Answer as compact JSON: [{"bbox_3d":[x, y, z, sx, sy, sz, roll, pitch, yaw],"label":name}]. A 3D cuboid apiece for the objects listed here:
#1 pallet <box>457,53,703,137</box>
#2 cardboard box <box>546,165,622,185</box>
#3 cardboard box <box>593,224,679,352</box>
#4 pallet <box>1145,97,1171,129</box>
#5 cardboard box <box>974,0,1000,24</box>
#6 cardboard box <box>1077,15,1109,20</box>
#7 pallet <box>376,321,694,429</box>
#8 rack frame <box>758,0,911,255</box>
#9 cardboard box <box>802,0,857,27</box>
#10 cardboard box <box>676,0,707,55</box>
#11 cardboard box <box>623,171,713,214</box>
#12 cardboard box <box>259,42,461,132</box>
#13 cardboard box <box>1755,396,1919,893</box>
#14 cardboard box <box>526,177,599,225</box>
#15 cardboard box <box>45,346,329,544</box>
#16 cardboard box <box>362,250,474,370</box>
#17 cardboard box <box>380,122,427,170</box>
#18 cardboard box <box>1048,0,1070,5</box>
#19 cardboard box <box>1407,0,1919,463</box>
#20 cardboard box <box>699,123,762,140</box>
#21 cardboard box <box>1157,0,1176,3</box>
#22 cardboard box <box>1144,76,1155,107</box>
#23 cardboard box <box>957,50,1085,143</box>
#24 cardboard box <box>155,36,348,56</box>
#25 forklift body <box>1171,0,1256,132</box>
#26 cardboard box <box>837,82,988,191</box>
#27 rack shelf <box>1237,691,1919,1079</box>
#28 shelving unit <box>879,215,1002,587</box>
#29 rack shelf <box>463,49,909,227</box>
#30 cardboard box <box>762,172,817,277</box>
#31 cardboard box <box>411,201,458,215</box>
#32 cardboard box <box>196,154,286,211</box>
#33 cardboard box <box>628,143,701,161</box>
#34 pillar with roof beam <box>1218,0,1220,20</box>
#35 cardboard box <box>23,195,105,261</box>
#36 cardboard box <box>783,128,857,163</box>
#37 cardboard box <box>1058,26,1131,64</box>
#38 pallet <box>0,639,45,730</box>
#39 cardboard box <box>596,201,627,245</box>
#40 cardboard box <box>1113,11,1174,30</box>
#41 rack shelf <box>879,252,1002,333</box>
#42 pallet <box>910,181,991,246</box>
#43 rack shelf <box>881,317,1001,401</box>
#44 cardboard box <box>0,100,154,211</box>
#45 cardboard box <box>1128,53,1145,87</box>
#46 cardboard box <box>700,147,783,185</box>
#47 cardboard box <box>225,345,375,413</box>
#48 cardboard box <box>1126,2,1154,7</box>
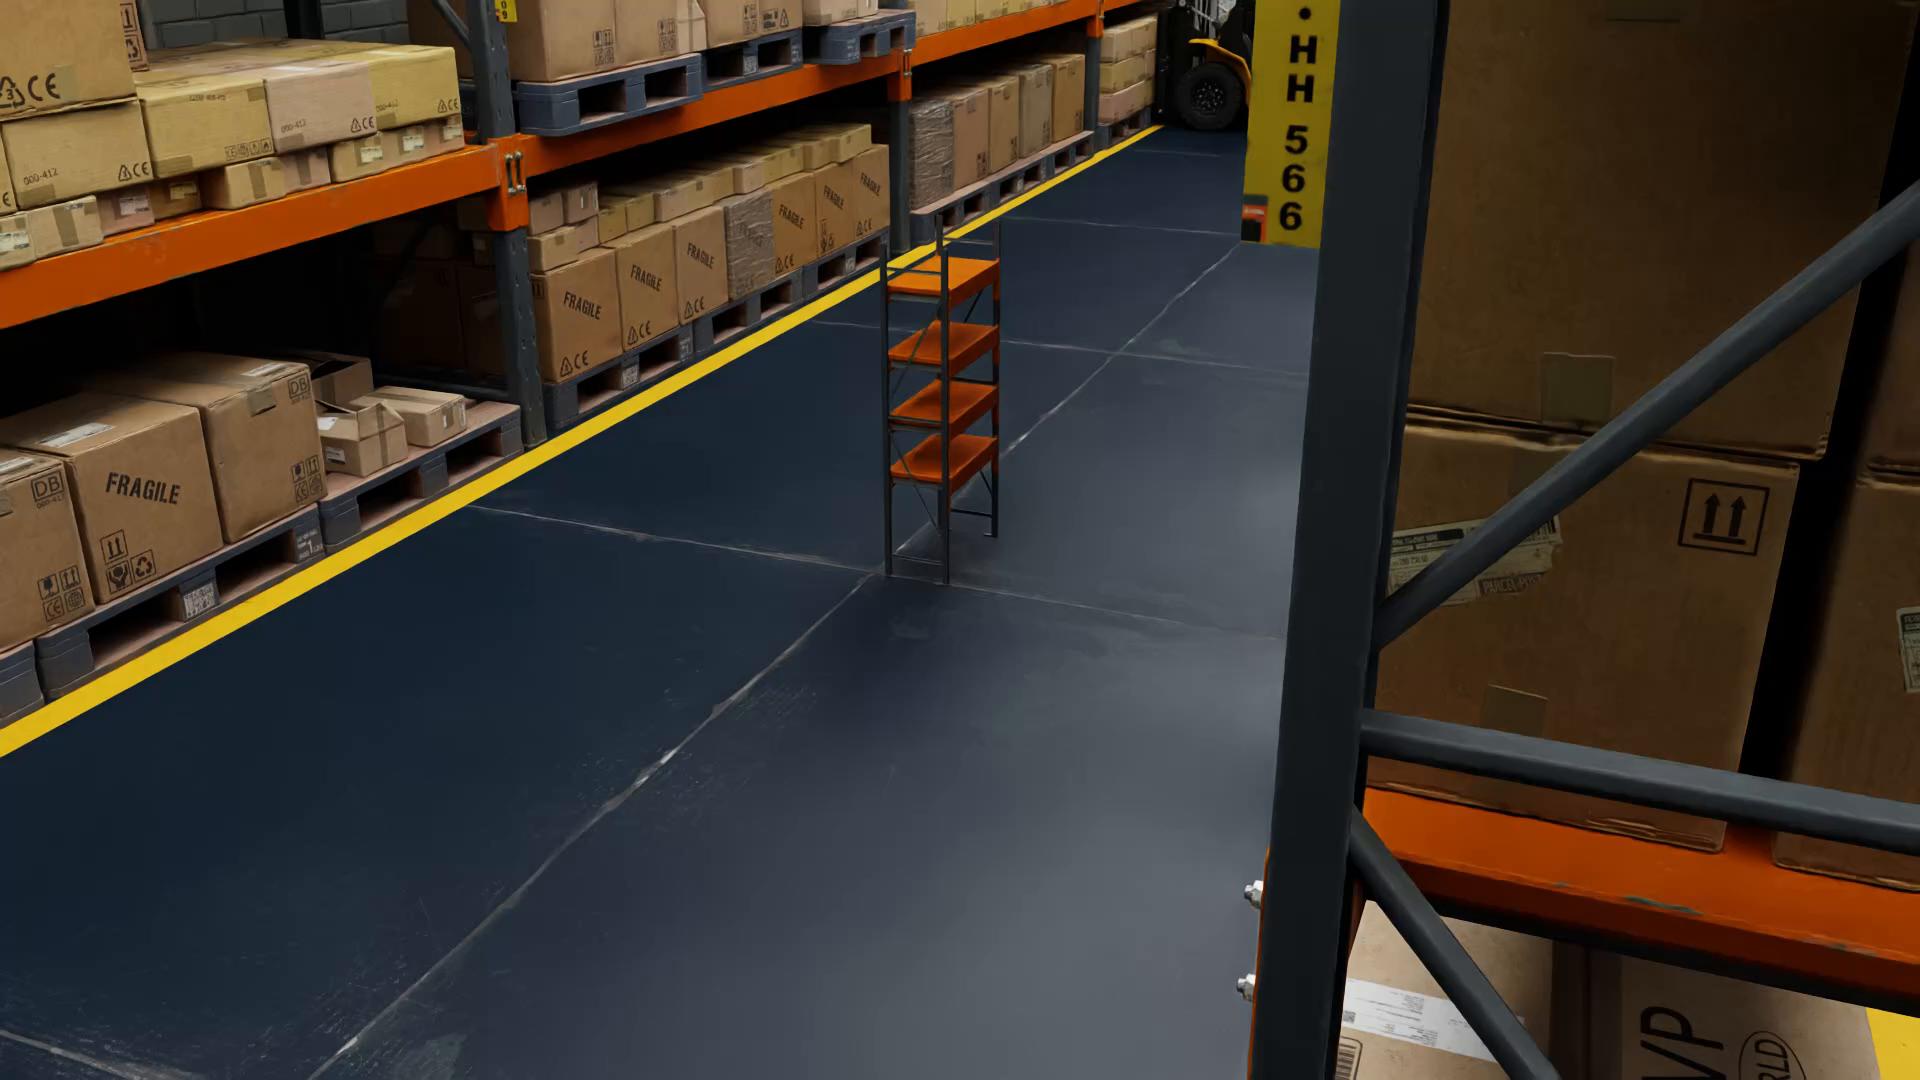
[{"bbox_3d":[-1.893,-2.045,7.504,1.003,0.211,1.213,9,24,20],"label":"pallet"},{"bbox_3d":[-1.981,-1.845,8.633,0.380,0.149,0.250,9,24,21],"label":"cardboard box"},{"bbox_3d":[-1.714,-1.237,8.017,0.500,0.500,0.500,8,24,19],"label":"cardboard box"},{"bbox_3d":[1.466,-4.156,15.927,1.003,0.211,1.213,9,24,20],"label":"pallet"},{"bbox_3d":[-0.038,-3.714,11.445,0.500,0.250,0.500,8,24,18],"label":"cardboard box"},{"bbox_3d":[1.058,-4.679,15.286,0.500,0.250,0.500,9,24,20],"label":"cardboard box"},{"bbox_3d":[-2.024,-0.873,8.067,1.003,0.211,1.213,9,24,20],"label":"pallet"},{"bbox_3d":[-0.806,-3.295,10.246,1.000,3.000,0.127,9,24,20],"label":"rack frame"},{"bbox_3d":[-0.897,-2.996,9.180,0.500,0.250,0.500,8,24,18],"label":"cardboard box"},{"bbox_3d":[-1.419,-2.438,7.823,0.396,0.266,0.258,10,25,23],"label":"cardboard box"},{"bbox_3d":[-1.484,-1.770,8.452,0.380,0.149,0.250,10,25,22],"label":"cardboard box"},{"bbox_3d":[-2.254,-1.714,6.271,0.500,0.250,0.500,9,24,21],"label":"cardboard box"},{"bbox_3d":[1.278,0.100,1.988,0.500,0.500,0.500,9,24,20],"label":"cardboard box"},{"bbox_3d":[-1.859,-1.531,7.493,0.380,0.149,0.250,8,24,17],"label":"cardboard box"},{"bbox_3d":[-2.723,-0.350,5.893,0.700,0.500,0.500,8,24,18],"label":"cardboard box"},{"bbox_3d":[-2.384,-1.122,7.742,0.500,0.500,0.500,9,24,20],"label":"cardboard box"},{"bbox_3d":[-2.252,-1.501,6.278,0.380,0.149,0.250,9,24,21],"label":"cardboard box"},{"bbox_3d":[0.554,-4.259,12.748,0.500,0.250,0.500,9,24,20],"label":"cardboard box"},{"bbox_3d":[0.791,-0.437,1.977,0.500,0.500,0.500,10,25,22],"label":"cardboard box"},{"bbox_3d":[-1.412,-2.401,9.964,0.380,0.149,0.250,10,25,22],"label":"cardboard box"},{"bbox_3d":[2.285,-5.335,16.855,0.500,0.250,0.500,10,25,22],"label":"cardboard box"},{"bbox_3d":[1.518,-4.147,15.309,0.500,0.250,0.500,9,24,21],"label":"cardboard box"},{"bbox_3d":[0.497,-3.636,13.599,0.875,0.625,0.625,10,25,22],"label":"cardboard box"},{"bbox_3d":[-2.726,-1.793,6.459,0.500,0.250,0.500,8,24,19],"label":"cardboard box"},{"bbox_3d":[3.155,-4.826,15.014,2.313,2.155,1.214,9,24,20],"label":"forklift body"},{"bbox_3d":[-0.326,-2.849,11.715,0.875,0.625,0.625,10,25,22],"label":"cardboard box"},{"bbox_3d":[1.576,-0.107,3.547,1.077,0.370,4.000,9,24,20],"label":"rack shelf"},{"bbox_3d":[-0.061,-0.494,5.877,0.258,1.200,0.503,9,24,20],"label":"shelving unit"},{"bbox_3d":[-1.549,-2.247,8.672,1.077,0.370,4.000,9,24,20],"label":"rack shelf"},{"bbox_3d":[-1.151,-1.788,9.337,0.500,0.500,0.500,10,25,22],"label":"cardboard box"},{"bbox_3d":[-2.330,-1.471,7.737,0.380,0.149,0.250,9,24,20],"label":"cardboard box"},{"bbox_3d":[-2.517,-1.219,5.603,0.380,0.149,0.250,8,24,19],"label":"cardboard box"},{"bbox_3d":[-1.669,-2.117,9.282,0.380,0.149,0.250,8,24,19],"label":"cardboard box"},{"bbox_3d":[7.296,-10.337,19.321,9.100,9.000,0.400,9,24,20],"label":"pillar with roof beam"},{"bbox_3d":[-2.797,-0.946,4.948,0.380,0.149,0.250,9,24,21],"label":"cardboard box"},{"bbox_3d":[-0.827,-2.319,9.768,0.380,0.149,0.250,7,24,17],"label":"cardboard box"},{"bbox_3d":[1.151,-4.241,14.237,0.500,0.250,0.500,8,24,19],"label":"cardboard box"},{"bbox_3d":[-3.454,0.542,4.679,1.003,0.211,1.213,9,24,20],"label":"pallet"},{"bbox_3d":[-1.795,-1.497,7.799,0.380,0.149,0.250,7,24,17],"label":"cardboard box"},{"bbox_3d":[1.727,-4.789,15.548,0.500,0.250,0.500,8,24,19],"label":"cardboard box"},{"bbox_3d":[-0.061,-0.857,5.725,0.258,0.148,0.480,9,24,20],"label":"rack shelf"},{"bbox_3d":[-0.464,-2.297,11.476,1.003,0.211,1.213,9,24,20],"label":"pallet"},{"bbox_3d":[-0.061,-0.639,5.817,0.258,0.148,0.480,9,24,20],"label":"rack shelf"},{"bbox_3d":[-2.816,-1.172,4.973,0.500,0.250,0.500,8,24,19],"label":"cardboard box"},{"bbox_3d":[1.332,-4.191,14.767,0.500,0.250,0.500,9,24,20],"label":"cardboard box"},{"bbox_3d":[-1.198,-2.054,9.133,0.380,0.149,0.250,8,24,19],"label":"cardboard box"},{"bbox_3d":[-2.756,-0.614,6.772,0.500,0.311,0.500,10,25,22],"label":"cardboard box"},{"bbox_3d":[1.629,-5.220,16.580,0.500,0.250,0.500,9,24,20],"label":"cardboard box"}]
